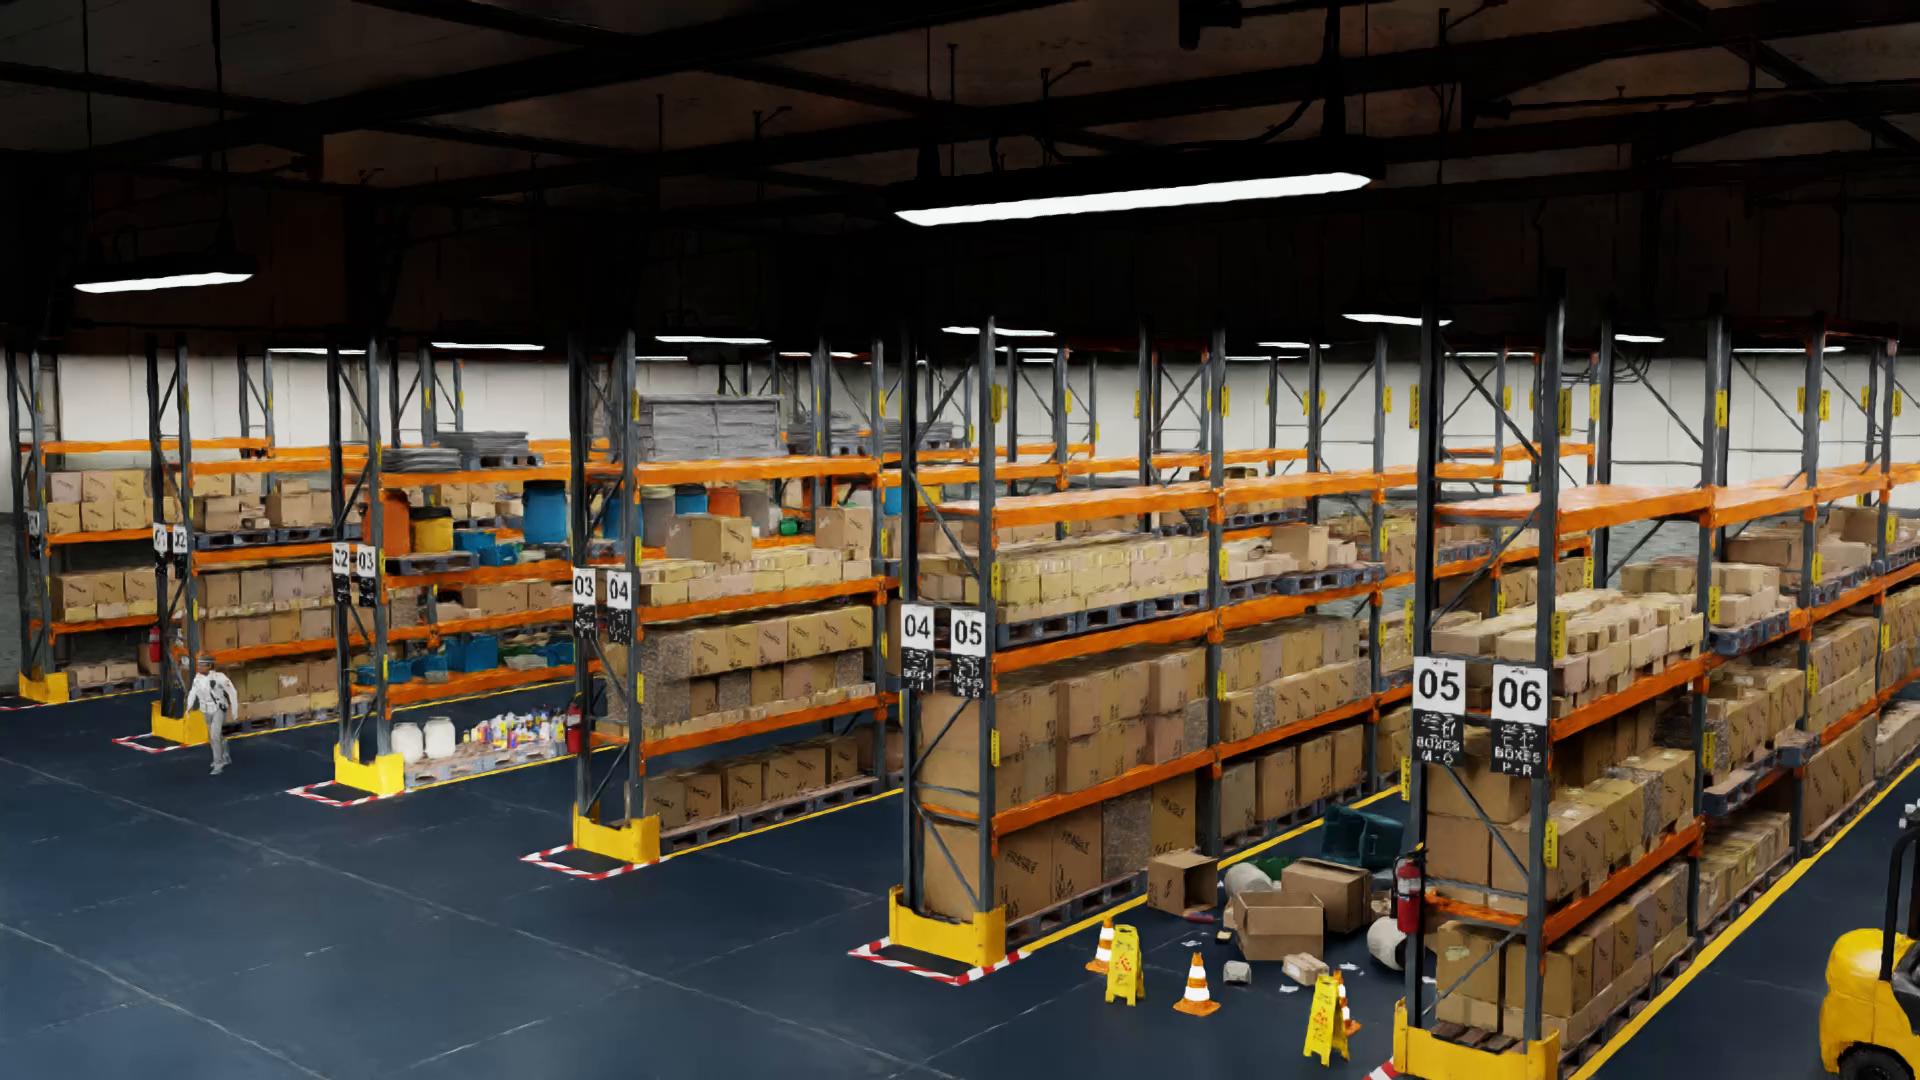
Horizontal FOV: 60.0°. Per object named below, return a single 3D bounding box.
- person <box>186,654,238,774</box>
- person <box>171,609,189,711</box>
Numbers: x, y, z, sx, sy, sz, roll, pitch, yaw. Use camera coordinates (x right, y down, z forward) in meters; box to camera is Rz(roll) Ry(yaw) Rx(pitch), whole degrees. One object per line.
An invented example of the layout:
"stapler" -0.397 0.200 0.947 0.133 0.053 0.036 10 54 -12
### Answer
"person" -10.109 2.330 22.560 0.640 1.613 0.771 2 5 19
"person" -12.228 1.941 26.449 0.719 1.715 0.578 4 7 38
